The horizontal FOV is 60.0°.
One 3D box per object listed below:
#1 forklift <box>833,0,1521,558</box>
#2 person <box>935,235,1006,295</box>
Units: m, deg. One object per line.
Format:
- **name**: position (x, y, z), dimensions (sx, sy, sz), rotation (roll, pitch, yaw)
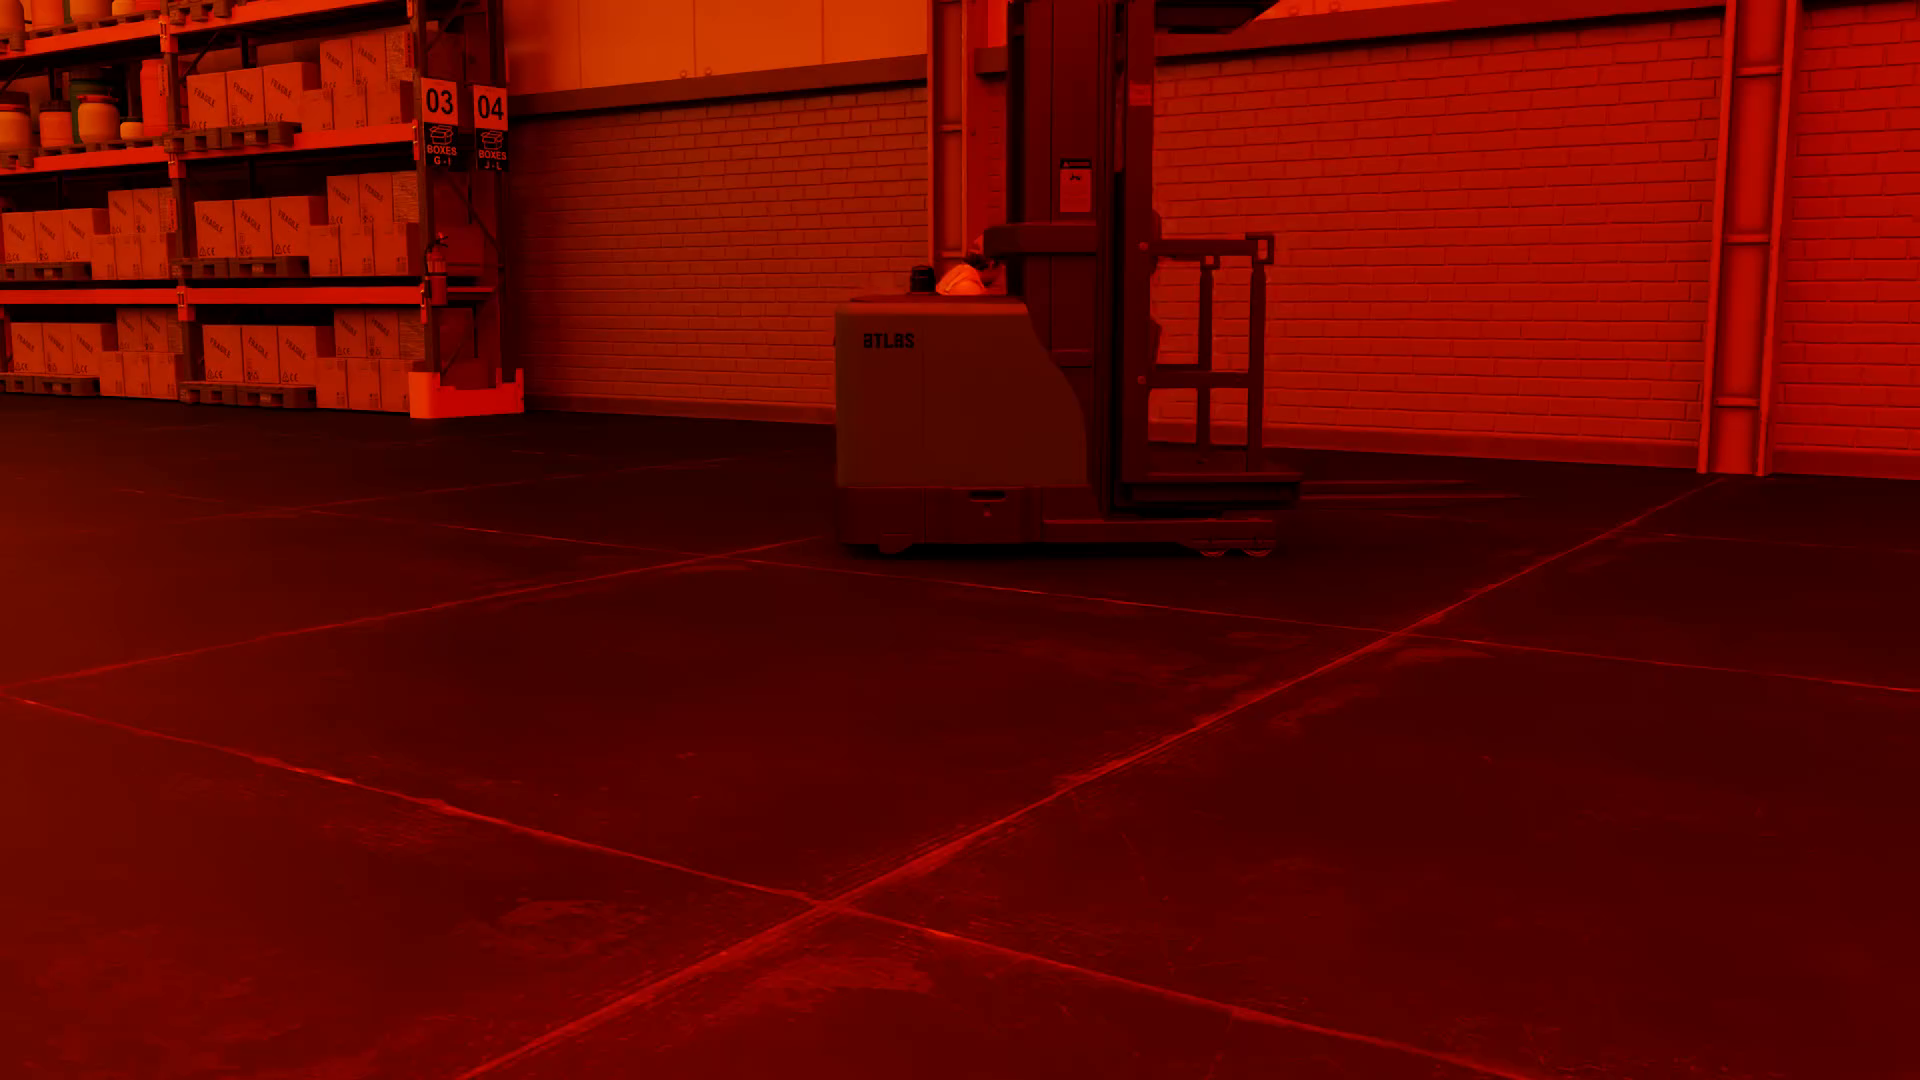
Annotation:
- **forklift**: position (0.949, -1.450, 7.390), dimensions (3.031, 2.935, 1.130), rotation (-1, 8, -4)
- **person**: position (0.149, -0.853, 8.537), dimensions (0.833, 1.423, 1.358), rotation (-2, 8, -13)
